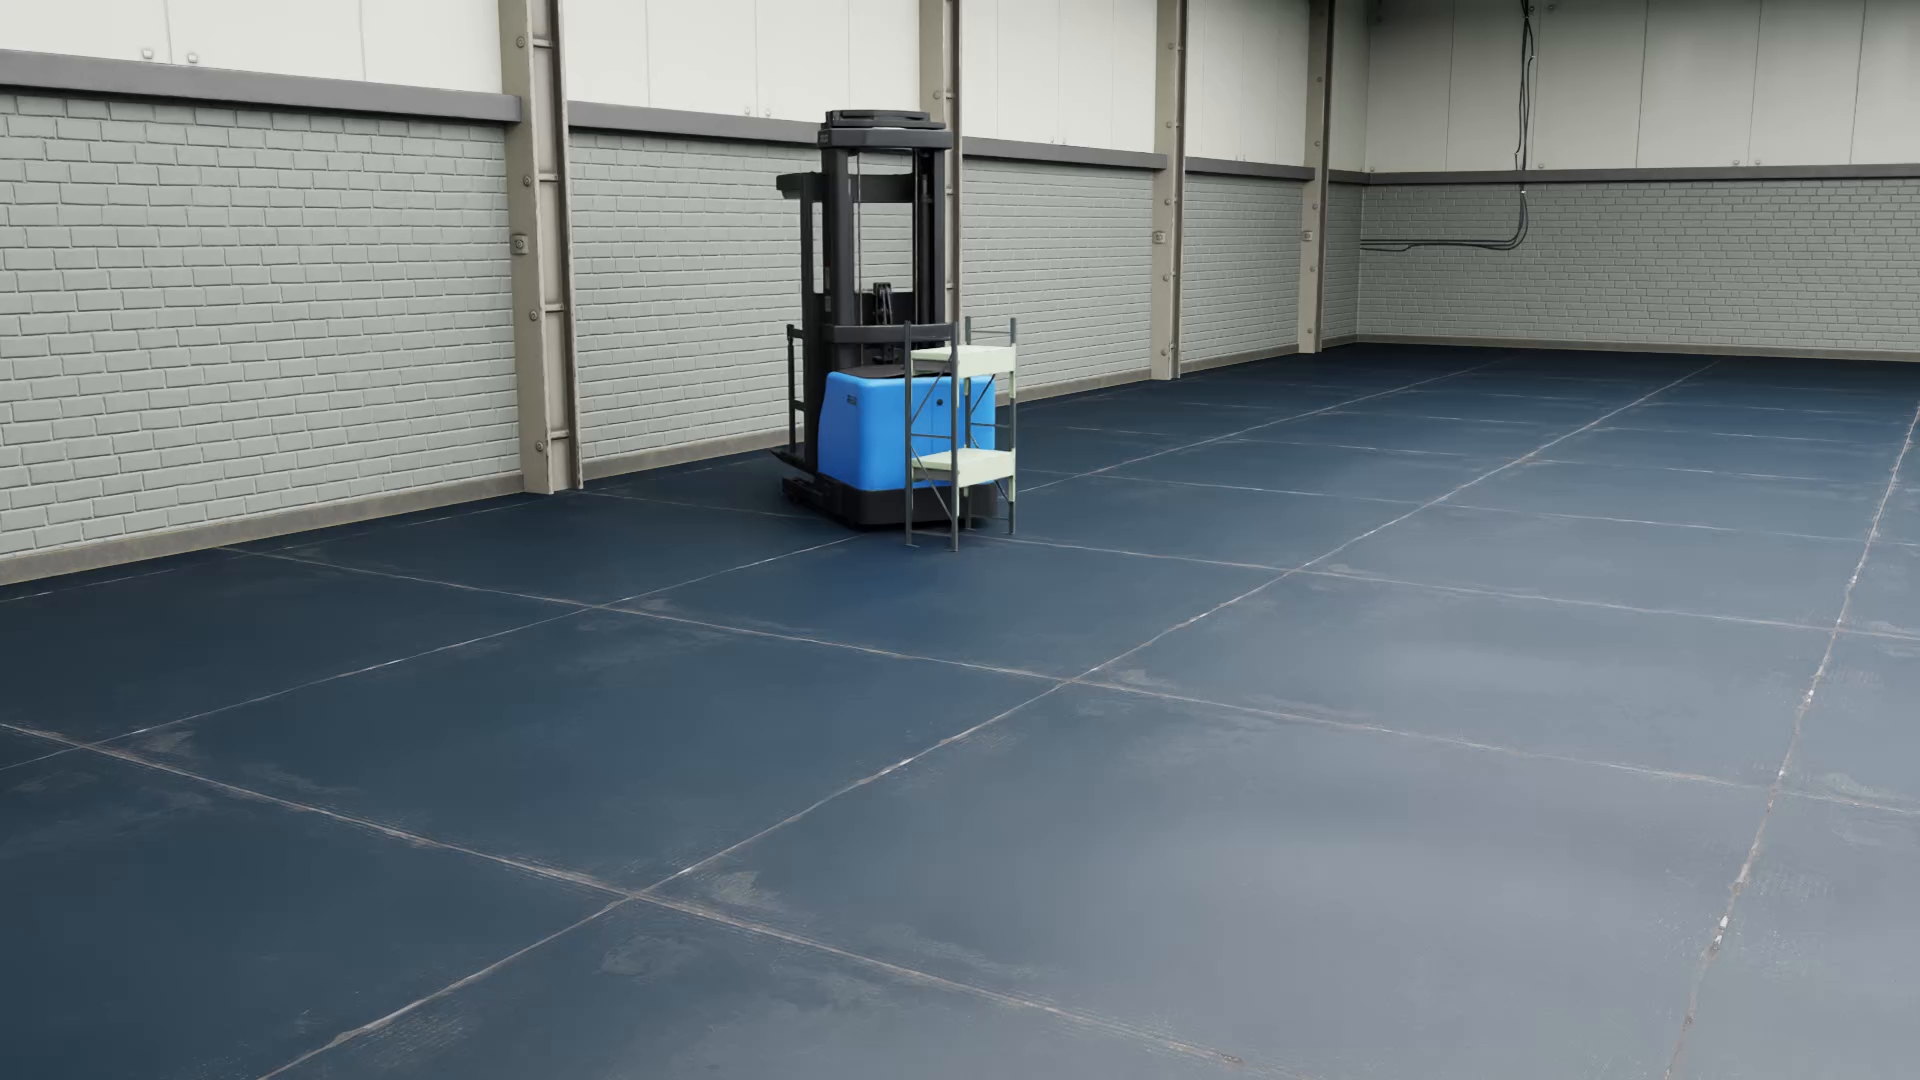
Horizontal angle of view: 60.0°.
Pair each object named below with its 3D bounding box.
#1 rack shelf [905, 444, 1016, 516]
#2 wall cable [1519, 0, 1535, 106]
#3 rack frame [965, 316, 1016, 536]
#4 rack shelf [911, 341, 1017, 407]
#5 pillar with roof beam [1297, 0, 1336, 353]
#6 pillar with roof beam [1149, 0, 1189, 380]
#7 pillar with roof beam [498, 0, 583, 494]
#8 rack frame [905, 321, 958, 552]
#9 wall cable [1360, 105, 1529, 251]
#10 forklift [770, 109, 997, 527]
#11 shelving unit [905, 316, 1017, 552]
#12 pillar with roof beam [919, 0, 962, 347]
[{"bbox_3d":[0.010,-0.413,11.269,0.431,0.370,0.720,7,13,32],"label":"rack shelf"},{"bbox_3d":[10.995,-8.700,28.099,3.097,2.526,0.112,6,12,31],"label":"wall cable"},{"bbox_3d":[0.209,-0.790,11.511,0.400,1.500,0.023,7,13,32],"label":"rack frame"},{"bbox_3d":[0.010,-1.117,11.137,0.431,0.370,0.720,7,13,32],"label":"rack shelf"},{"bbox_3d":[9.703,-7.254,25.661,9.100,9.000,0.400,6,12,31],"label":"pillar with roof beam"},{"bbox_3d":[6.588,-6.310,20.621,9.100,9.000,0.400,6,12,31],"label":"pillar with roof beam"},{"bbox_3d":[0.357,-4.423,10.540,9.100,9.000,0.400,6,12,31],"label":"pillar with roof beam"},{"bbox_3d":[-0.189,-0.677,10.907,0.400,1.500,0.023,7,13,32],"label":"rack frame"},{"bbox_3d":[8.683,-6.476,29.944,3.097,2.526,0.112,6,12,31],"label":"wall cable"},{"bbox_3d":[-0.757,-1.763,12.818,1.130,2.935,3.031,-4,11,-22],"label":"forklift"},{"bbox_3d":[0.010,-0.733,11.209,0.431,1.500,0.755,7,13,32],"label":"shelving unit"},{"bbox_3d":[3.473,-5.367,15.580,9.100,9.000,0.400,6,12,31],"label":"pillar with roof beam"}]
